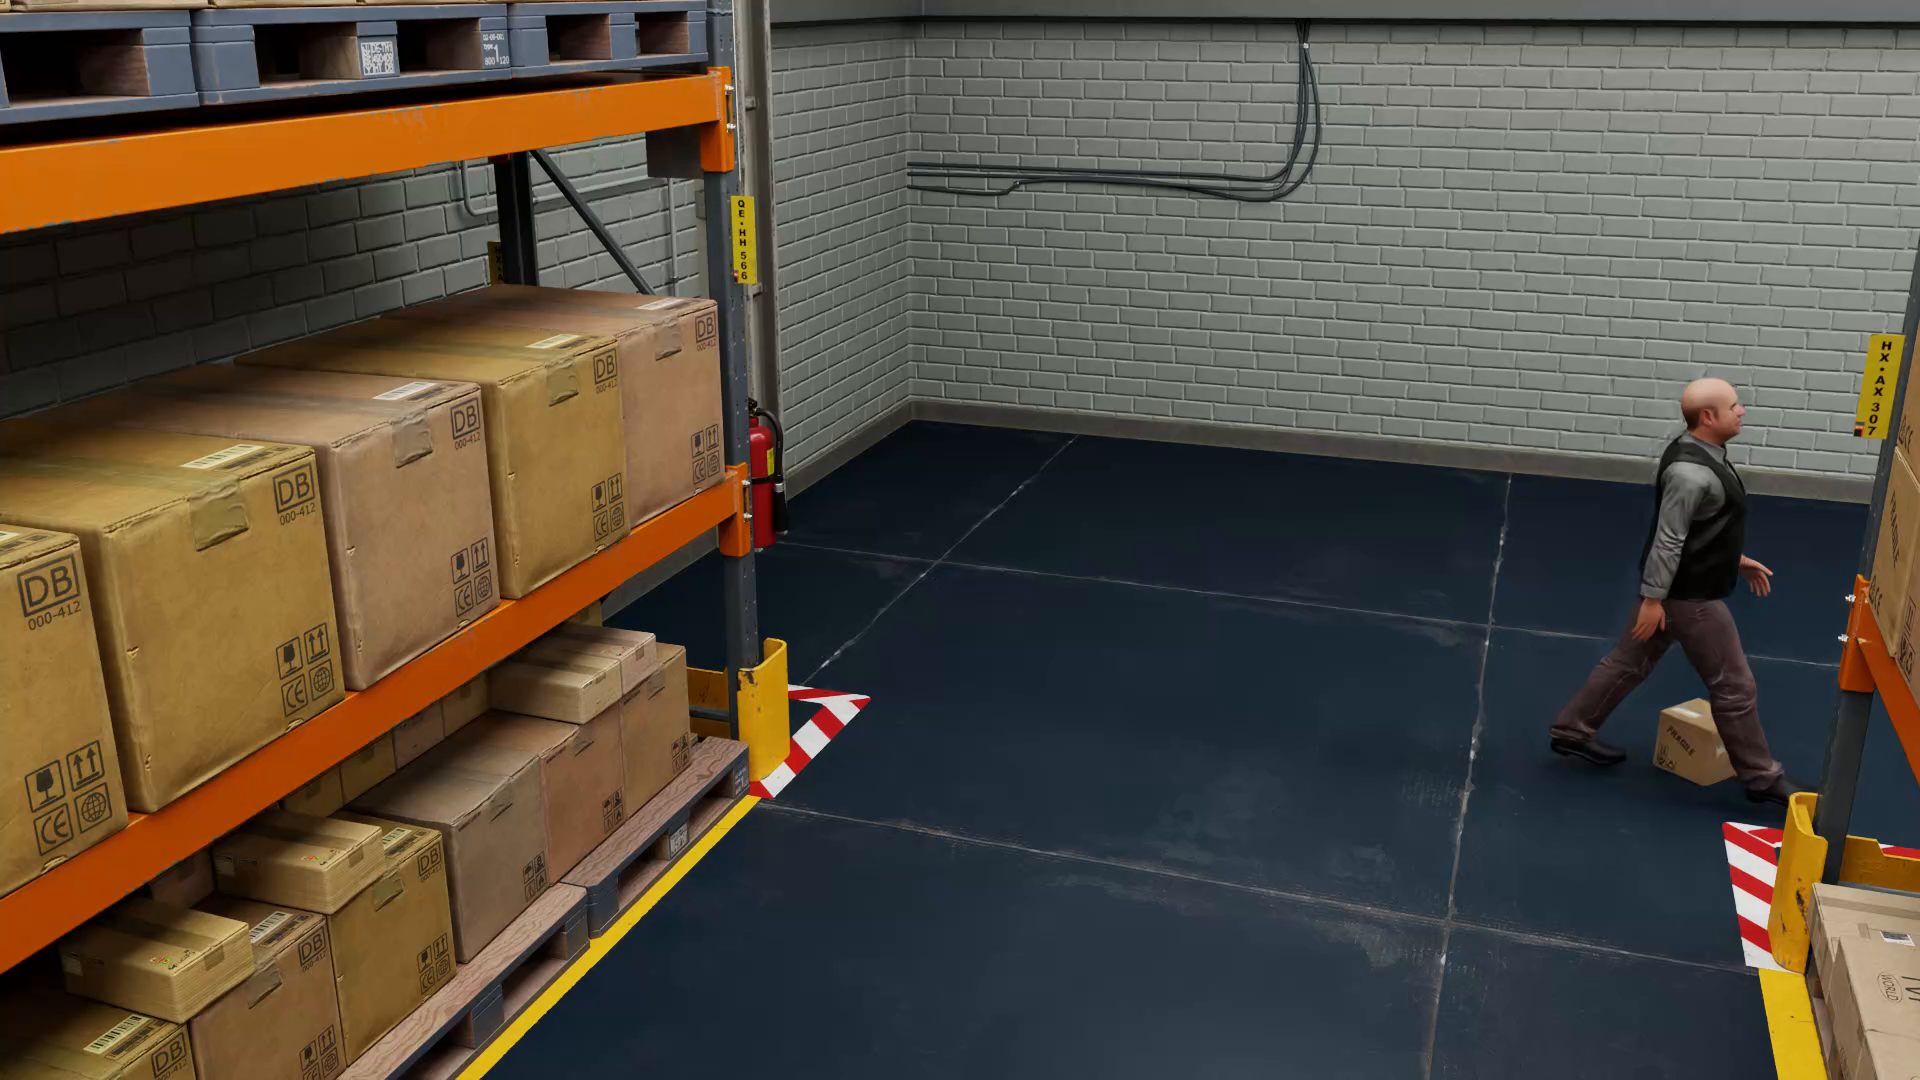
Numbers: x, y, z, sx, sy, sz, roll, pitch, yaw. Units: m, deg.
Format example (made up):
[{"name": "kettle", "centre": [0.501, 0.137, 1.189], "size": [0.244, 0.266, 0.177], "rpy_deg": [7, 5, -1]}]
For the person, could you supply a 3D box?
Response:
[{"name": "person", "centre": [2.935, 0.180, 6.521], "size": [1.043, 1.658, 0.558], "rpy_deg": [6, 19, 18]}]
